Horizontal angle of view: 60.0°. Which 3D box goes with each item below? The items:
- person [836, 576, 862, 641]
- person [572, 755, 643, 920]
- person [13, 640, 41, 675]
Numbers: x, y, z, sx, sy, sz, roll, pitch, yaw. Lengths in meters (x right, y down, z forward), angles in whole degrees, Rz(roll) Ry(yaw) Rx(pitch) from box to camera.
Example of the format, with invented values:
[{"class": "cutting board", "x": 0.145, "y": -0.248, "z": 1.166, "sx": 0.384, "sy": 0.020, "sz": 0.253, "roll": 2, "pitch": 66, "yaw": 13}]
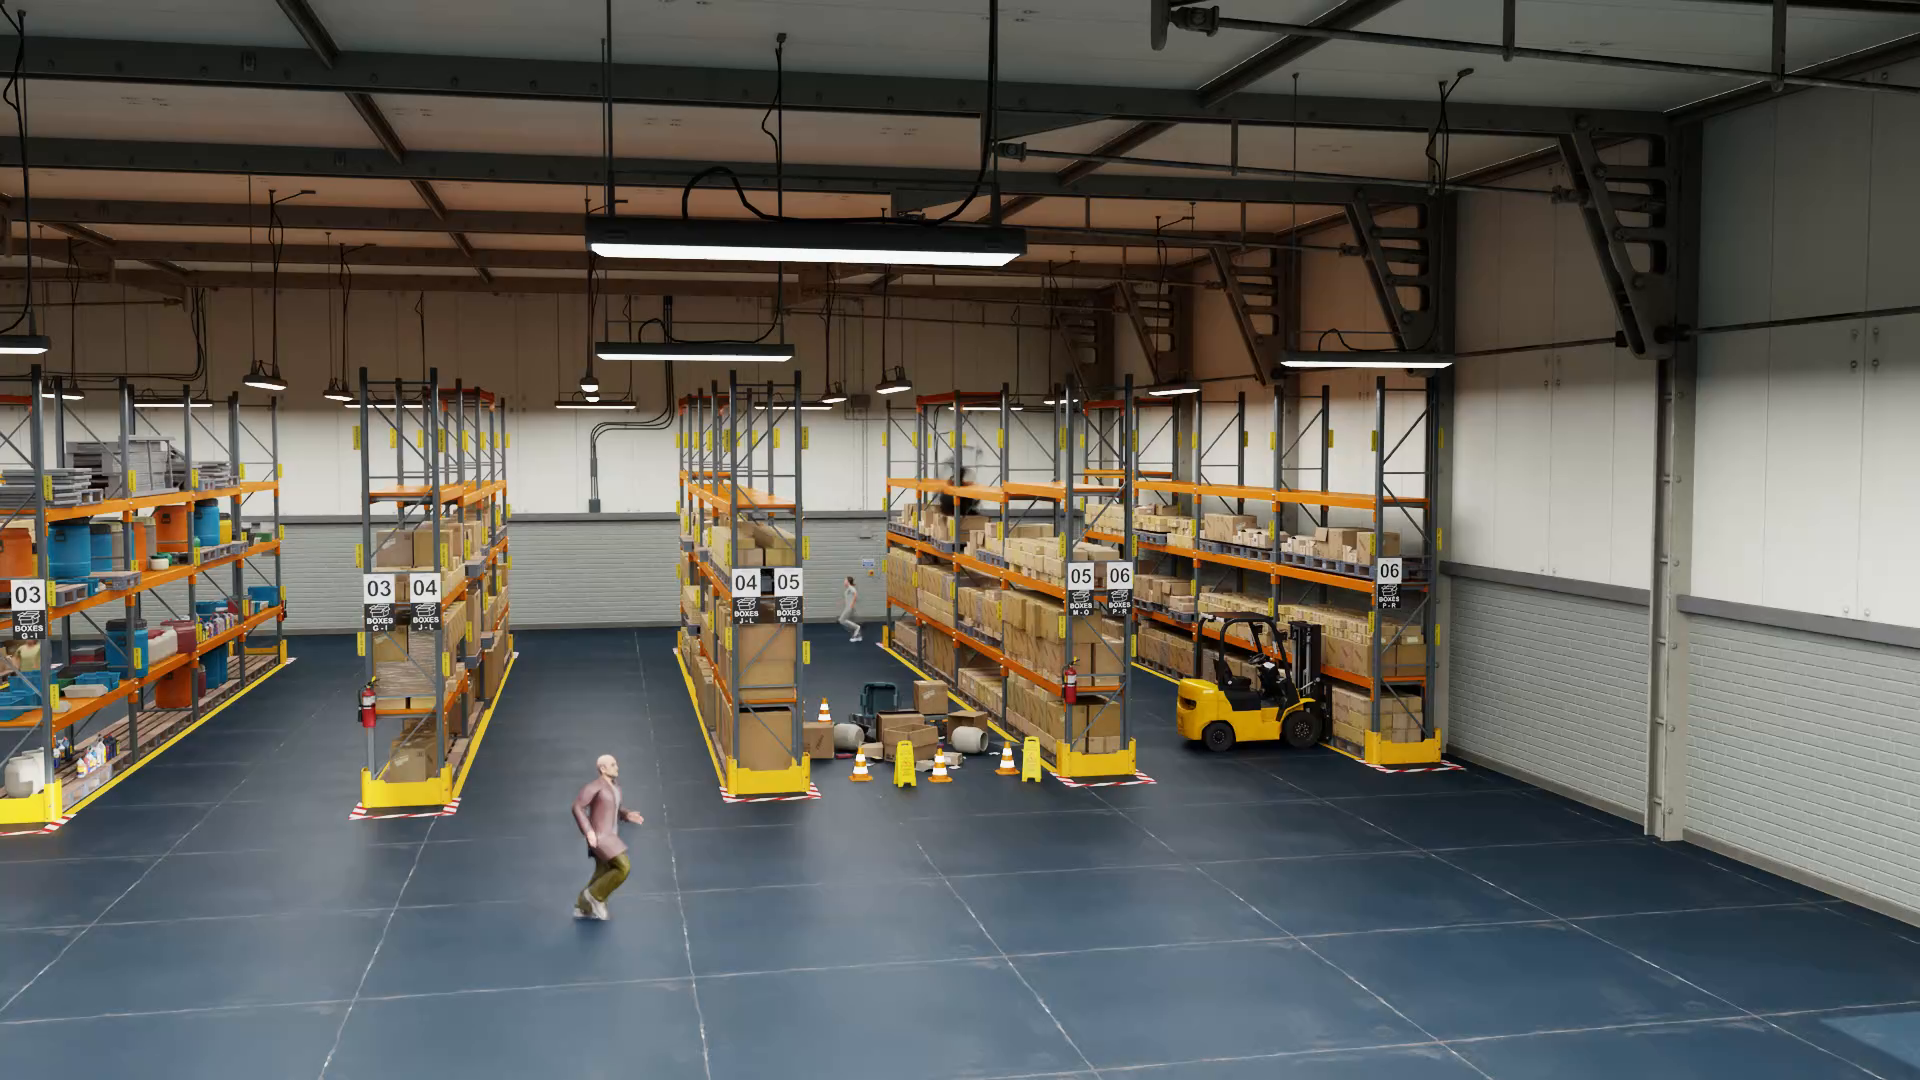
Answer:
[{"class": "person", "x": -2.771, "y": 1.723, "z": 41.518, "sx": 0.652, "sy": 1.627, "sz": 0.596, "roll": 0, "pitch": 3, "yaw": -3}, {"class": "person", "x": -3.685, "y": 3.095, "z": 17.326, "sx": 0.760, "sy": 1.723, "sz": 0.627, "roll": 1, "pitch": 3, "yaw": 9}, {"class": "person", "x": -16.529, "y": 2.422, "z": 29.583, "sx": 0.589, "sy": 1.635, "sz": 0.802, "roll": -1, "pitch": 4, "yaw": -21}]
